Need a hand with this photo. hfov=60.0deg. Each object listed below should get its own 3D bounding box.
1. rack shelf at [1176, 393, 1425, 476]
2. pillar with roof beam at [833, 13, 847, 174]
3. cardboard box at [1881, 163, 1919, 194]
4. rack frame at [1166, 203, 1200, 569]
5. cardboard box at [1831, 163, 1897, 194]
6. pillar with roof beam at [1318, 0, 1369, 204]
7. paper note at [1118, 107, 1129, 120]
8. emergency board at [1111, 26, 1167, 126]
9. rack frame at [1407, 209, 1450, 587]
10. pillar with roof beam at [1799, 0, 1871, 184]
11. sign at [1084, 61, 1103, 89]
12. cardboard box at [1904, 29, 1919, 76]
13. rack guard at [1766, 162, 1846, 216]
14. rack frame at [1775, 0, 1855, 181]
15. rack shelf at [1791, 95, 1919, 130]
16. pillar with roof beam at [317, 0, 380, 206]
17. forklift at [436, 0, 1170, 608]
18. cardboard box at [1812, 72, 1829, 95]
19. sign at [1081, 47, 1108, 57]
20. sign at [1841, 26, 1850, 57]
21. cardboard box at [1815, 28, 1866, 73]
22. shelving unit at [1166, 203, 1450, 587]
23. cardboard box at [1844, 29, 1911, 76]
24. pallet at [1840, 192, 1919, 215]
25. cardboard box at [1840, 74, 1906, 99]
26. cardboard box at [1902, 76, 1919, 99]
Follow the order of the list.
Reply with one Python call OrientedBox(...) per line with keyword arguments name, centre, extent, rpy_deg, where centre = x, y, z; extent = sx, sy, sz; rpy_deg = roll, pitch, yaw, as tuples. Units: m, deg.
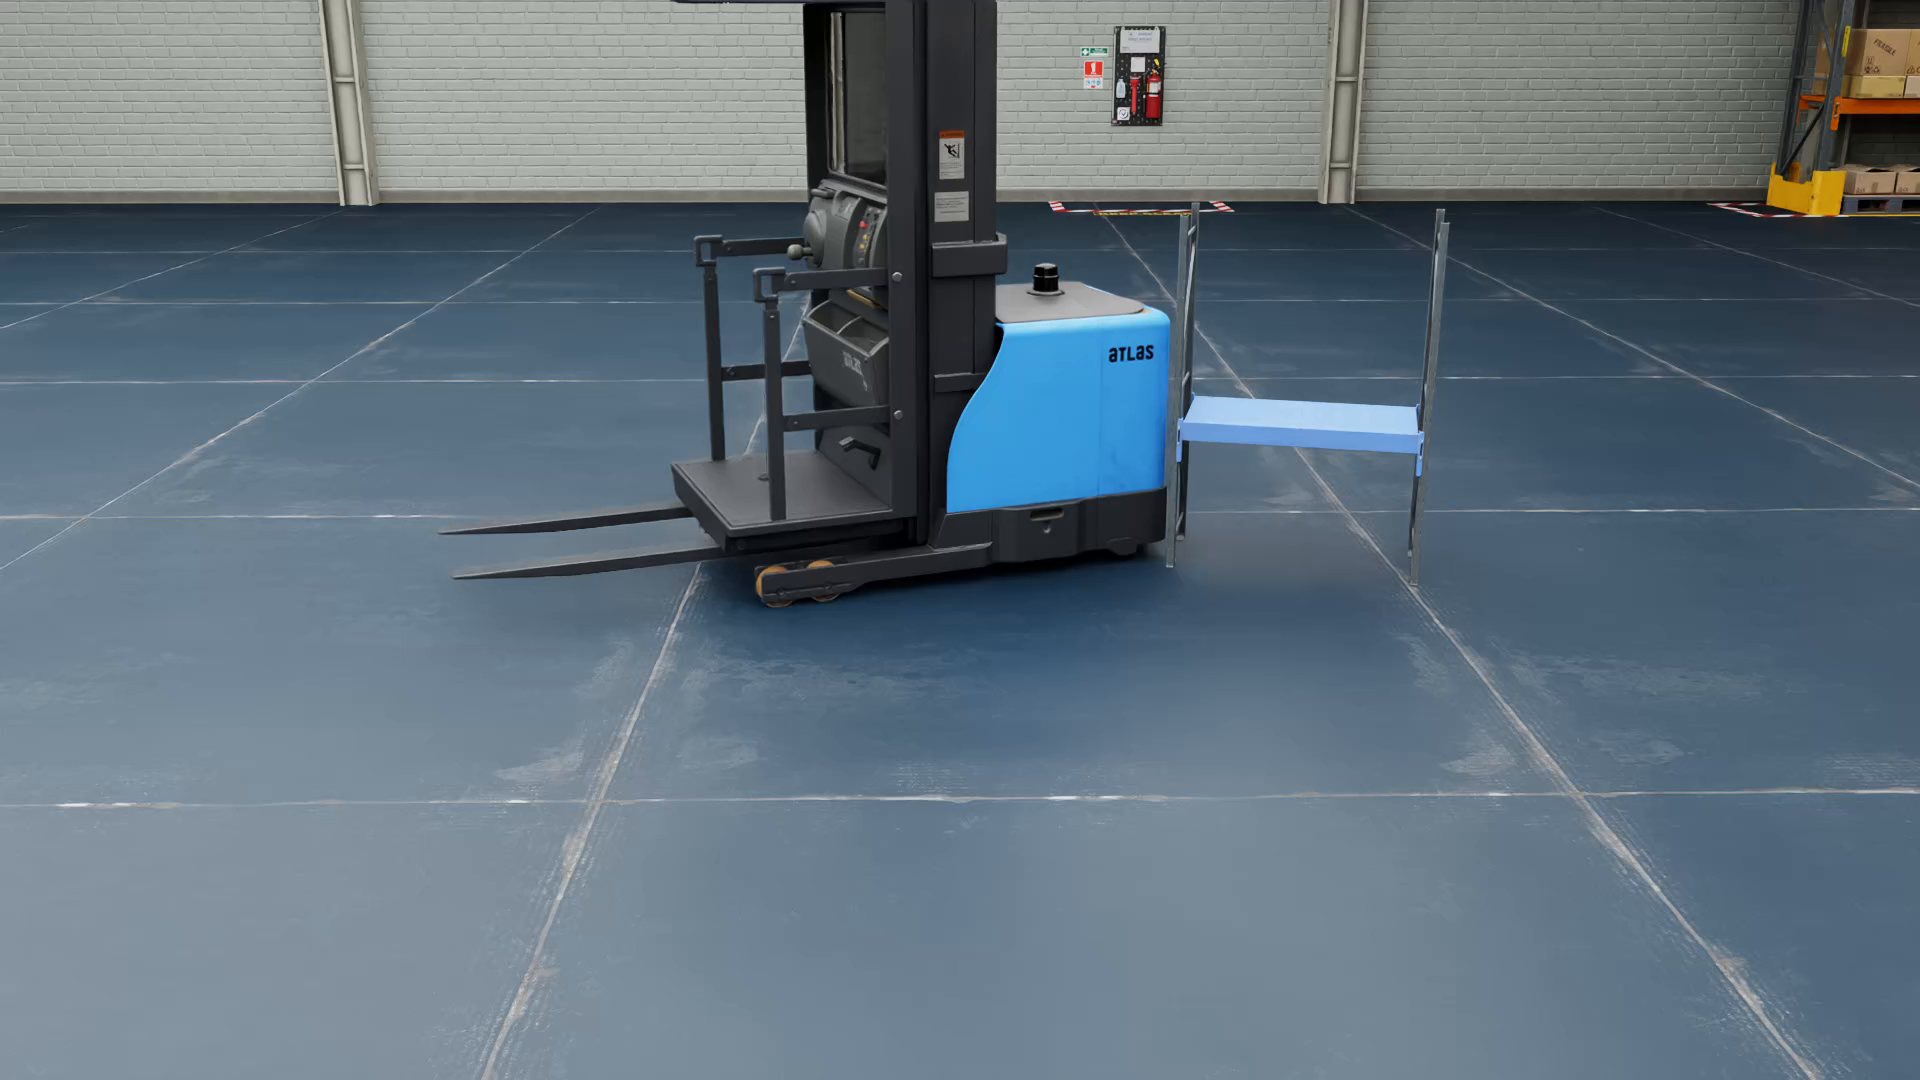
OrientedBox(name="rack shelf", centre=(1.456, -0.459, 7.113), extent=(1.000, 0.185, 0.538), rpy_deg=(4, 18, 13))
OrientedBox(name="pillar with roof beam", centre=(-1.284, -7.118, 15.005), extent=(0.400, 9.000, 9.100), rpy_deg=(0, 18, -1))
OrientedBox(name="cardboard box", centre=(11.223, -4.274, 19.643), extent=(0.500, 0.311, 0.500), rpy_deg=(1, 18, 4))
OrientedBox(name="rack frame", centre=(0.962, -0.666, 7.170), extent=(0.032, 1.500, 0.500), rpy_deg=(4, 18, 13))
OrientedBox(name="cardboard box", centre=(10.653, -4.272, 19.634), extent=(0.500, 0.311, 0.500), rpy_deg=(-2, 18, -7))
OrientedBox(name="pillar with roof beam", centre=(4.715, -7.147, 15.095), extent=(0.400, 9.000, 9.100), rpy_deg=(0, 18, -1))
OrientedBox(name="paper note", centre=(1.997, -5.206, 20.307), extent=(0.142, 0.148, 0.016), rpy_deg=(0, 18, -1))
OrientedBox(name="emergency board", centre=(2.175, -5.605, 20.109), extent=(0.643, 1.169, 0.194), rpy_deg=(0, 18, -1))
OrientedBox(name="rack frame", centre=(1.951, -0.595, 6.946), extent=(0.032, 1.500, 0.500), rpy_deg=(4, 18, 13))
OrientedBox(name="pillar with roof beam", centre=(10.714, -7.176, 15.185), extent=(0.400, 9.000, 9.100), rpy_deg=(0, 18, -1))
OrientedBox(name="sign", centre=(1.621, -5.651, 20.194), extent=(0.234, 0.329, 0.001), rpy_deg=(0, 18, -1))
OrientedBox(name="cardboard box", centre=(10.936, -5.572, 18.991), extent=(0.500, 0.500, 0.500), rpy_deg=(0, 18, -1))
OrientedBox(name="rack guard", centre=(10.036, -4.177, 19.749), extent=(0.348, 0.500, 1.175), rpy_deg=(0, 18, -1))
OrientedBox(name="rack frame", centre=(9.960, -5.367, 19.366), extent=(0.127, 3.000, 1.000), rpy_deg=(0, 18, -1))
OrientedBox(name="rack shelf", centre=(11.960, -5.034, 19.506), extent=(4.000, 0.370, 1.077), rpy_deg=(0, 18, -1))
OrientedBox(name="pillar with roof beam", centre=(-7.284, -7.089, 14.915), extent=(0.400, 9.000, 9.100), rpy_deg=(0, 18, -1))
OrientedBox(name="forklift", centre=(-0.661, -1.304, 6.815), extent=(3.031, 2.935, 1.130), rpy_deg=(-7, 19, -21))
OrientedBox(name="cardboard box", centre=(10.424, -5.366, 19.578), extent=(0.500, 0.250, 0.500), rpy_deg=(0, 18, 0))
OrientedBox(name="sign", centre=(1.626, -5.900, 20.104), extent=(0.331, 0.109, 0.001), rpy_deg=(0, 18, -1))
OrientedBox(name="sign", centre=(9.969, -5.613, 18.717), extent=(0.005, 0.325, 0.100), rpy_deg=(0, 18, -1))
OrientedBox(name="cardboard box", centre=(10.428, -5.729, 19.481), extent=(0.500, 0.500, 0.500), rpy_deg=(0, 18, -1))
OrientedBox(name="shelving unit", centre=(1.456, -0.631, 7.058), extent=(1.048, 1.500, 0.538), rpy_deg=(4, 18, 13))
OrientedBox(name="cardboard box", centre=(10.442, -5.572, 18.993), extent=(0.500, 0.500, 0.500), rpy_deg=(0, 18, -1))
OrientedBox(name="pallet", centre=(10.849, -4.032, 19.772), extent=(1.213, 0.211, 1.003), rpy_deg=(0, 18, -1))
OrientedBox(name="cardboard box", centre=(10.453, -5.210, 19.091), extent=(0.500, 0.250, 0.500), rpy_deg=(-1, 18, -2))
OrientedBox(name="cardboard box", centre=(10.972, -5.217, 19.113), extent=(0.500, 0.250, 0.500), rpy_deg=(-1, 18, -3))
